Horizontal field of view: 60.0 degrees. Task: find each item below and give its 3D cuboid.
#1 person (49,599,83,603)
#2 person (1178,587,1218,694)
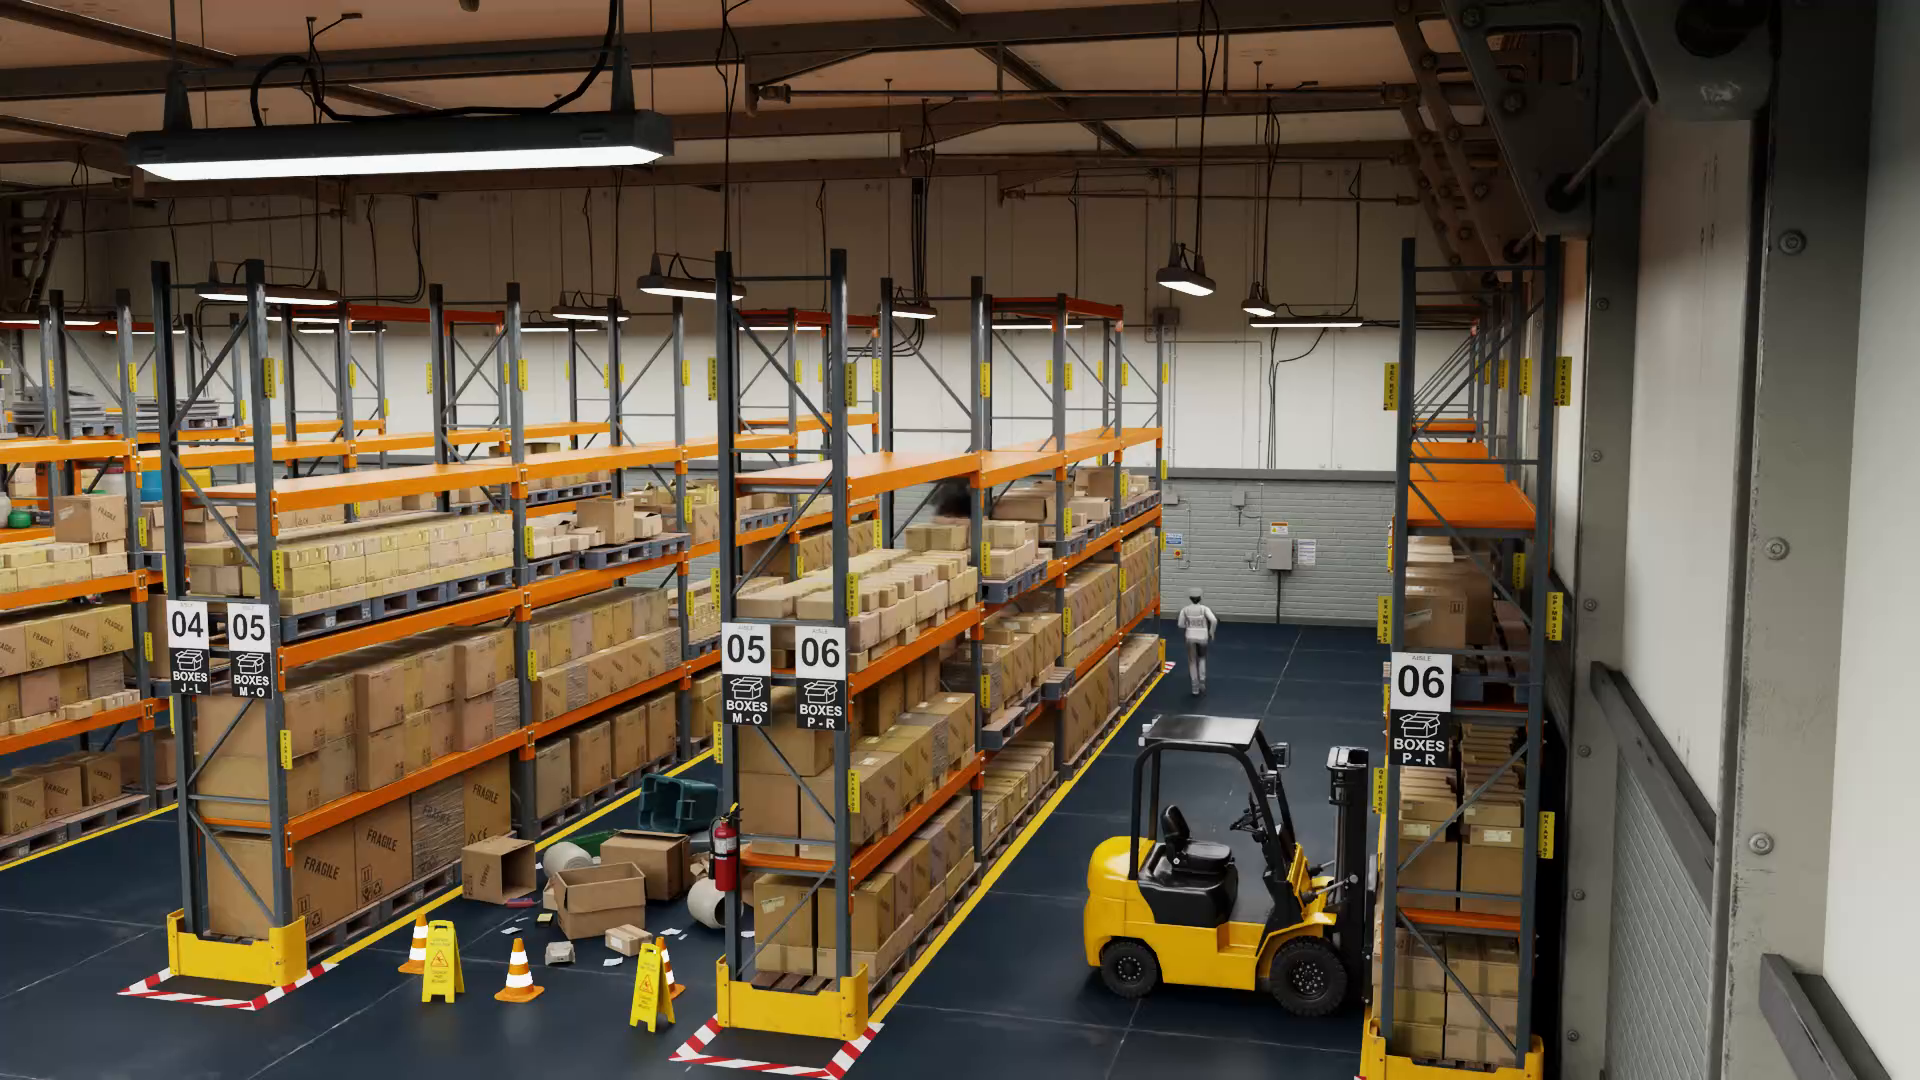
[{"bbox_3d":[-15.245,1.337,28.338,0.599,1.559,0.666,2,6,15],"label":"person"},{"bbox_3d":[3.718,1.564,26.111,0.598,1.665,0.611,0,6,5],"label":"person"}]
